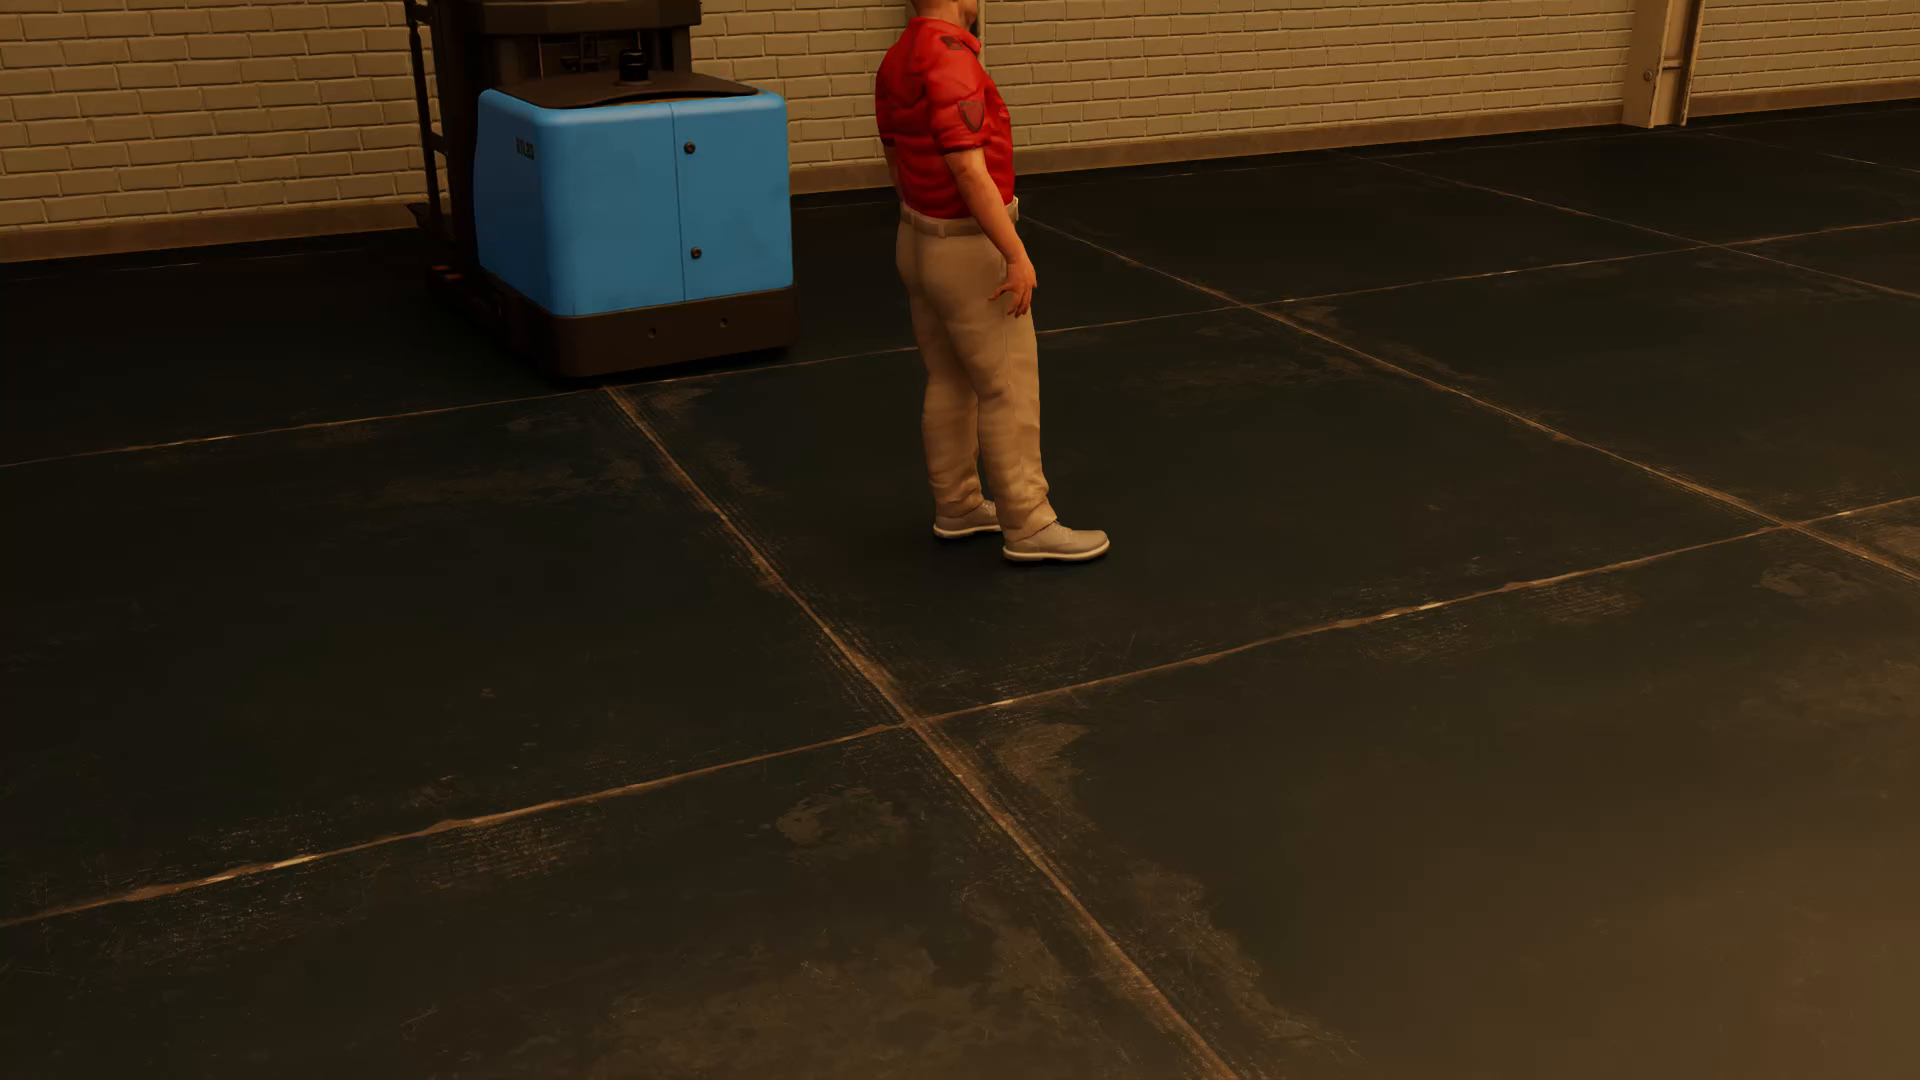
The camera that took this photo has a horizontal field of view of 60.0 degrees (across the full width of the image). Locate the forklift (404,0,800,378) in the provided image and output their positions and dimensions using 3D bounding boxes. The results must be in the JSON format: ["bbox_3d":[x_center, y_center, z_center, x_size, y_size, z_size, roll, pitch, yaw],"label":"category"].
[{"bbox_3d":[-1.860,-2.499,7.302,1.130,2.935,3.031,-13,26,-28],"label":"forklift"}]

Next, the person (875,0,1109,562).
[{"bbox_3d":[0.086,-0.816,4.798,0.550,1.727,0.642,-10,25,-23],"label":"person"}]
